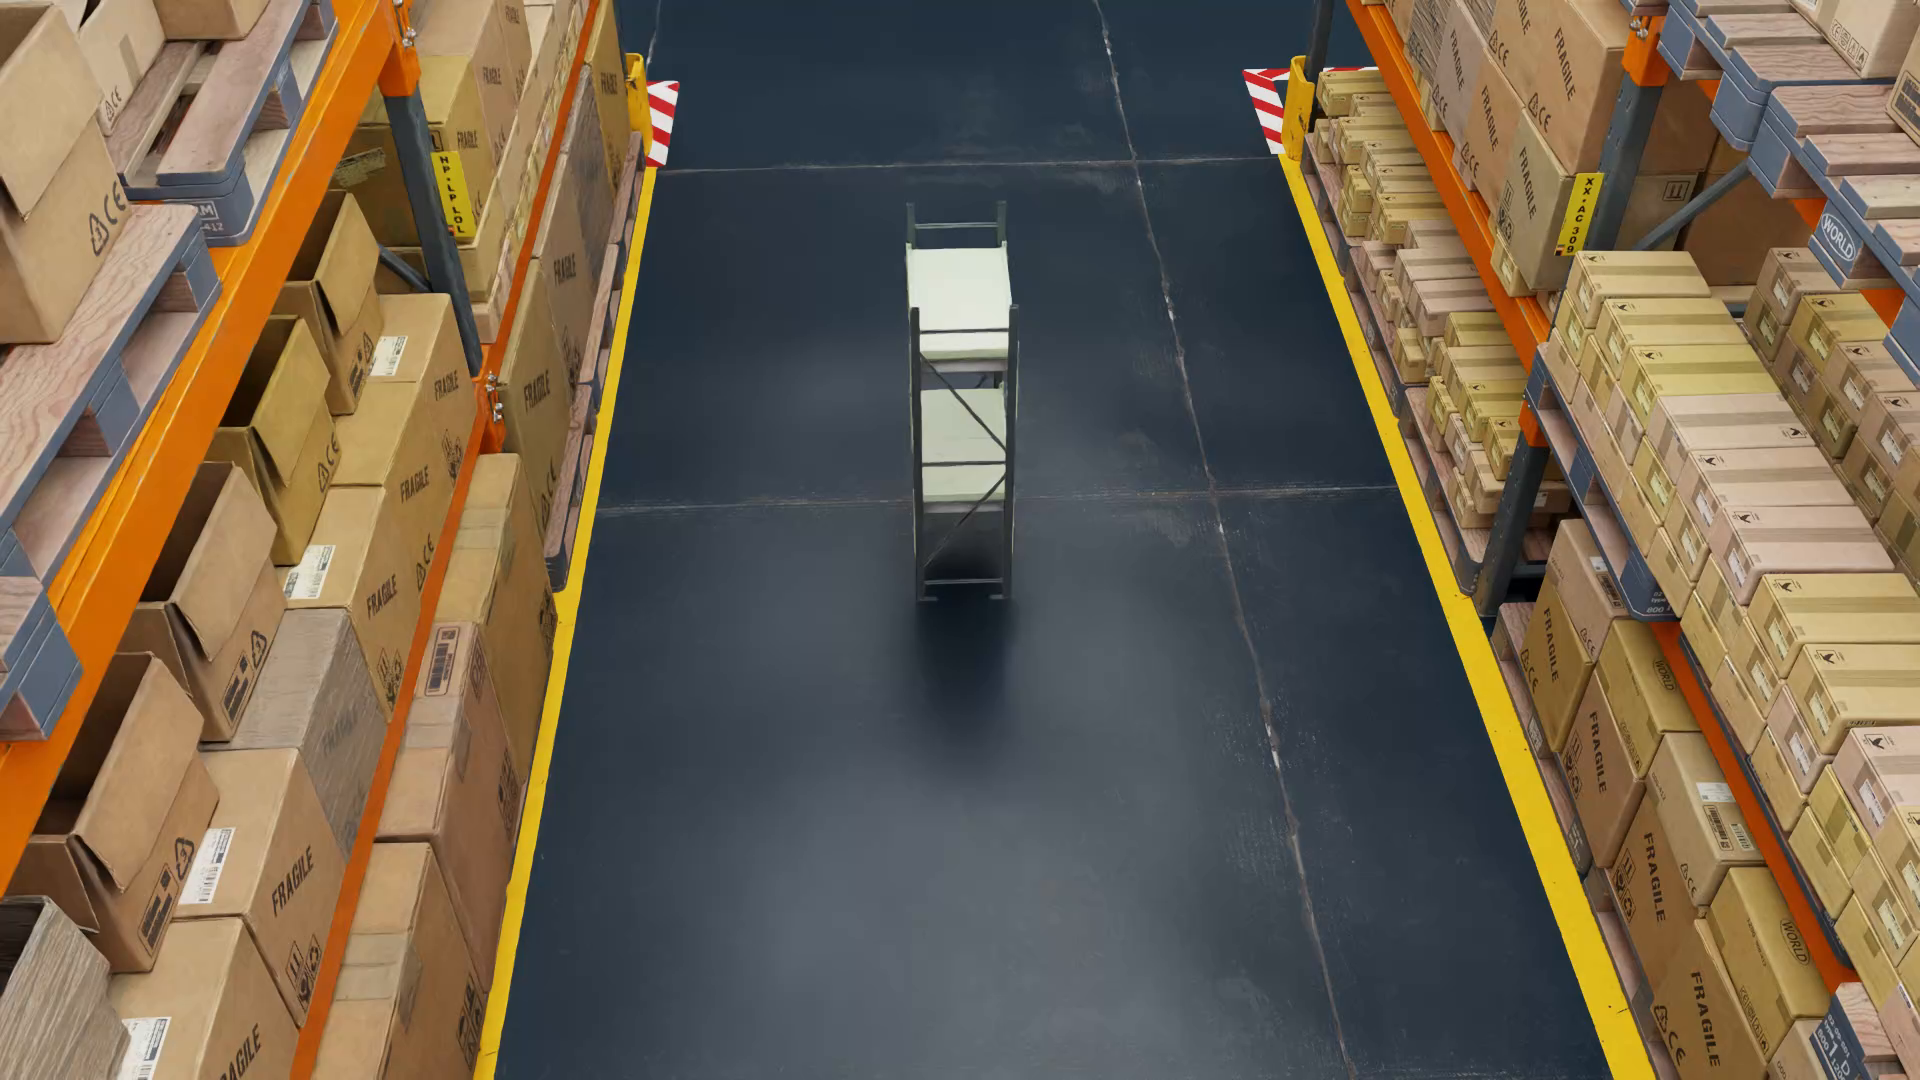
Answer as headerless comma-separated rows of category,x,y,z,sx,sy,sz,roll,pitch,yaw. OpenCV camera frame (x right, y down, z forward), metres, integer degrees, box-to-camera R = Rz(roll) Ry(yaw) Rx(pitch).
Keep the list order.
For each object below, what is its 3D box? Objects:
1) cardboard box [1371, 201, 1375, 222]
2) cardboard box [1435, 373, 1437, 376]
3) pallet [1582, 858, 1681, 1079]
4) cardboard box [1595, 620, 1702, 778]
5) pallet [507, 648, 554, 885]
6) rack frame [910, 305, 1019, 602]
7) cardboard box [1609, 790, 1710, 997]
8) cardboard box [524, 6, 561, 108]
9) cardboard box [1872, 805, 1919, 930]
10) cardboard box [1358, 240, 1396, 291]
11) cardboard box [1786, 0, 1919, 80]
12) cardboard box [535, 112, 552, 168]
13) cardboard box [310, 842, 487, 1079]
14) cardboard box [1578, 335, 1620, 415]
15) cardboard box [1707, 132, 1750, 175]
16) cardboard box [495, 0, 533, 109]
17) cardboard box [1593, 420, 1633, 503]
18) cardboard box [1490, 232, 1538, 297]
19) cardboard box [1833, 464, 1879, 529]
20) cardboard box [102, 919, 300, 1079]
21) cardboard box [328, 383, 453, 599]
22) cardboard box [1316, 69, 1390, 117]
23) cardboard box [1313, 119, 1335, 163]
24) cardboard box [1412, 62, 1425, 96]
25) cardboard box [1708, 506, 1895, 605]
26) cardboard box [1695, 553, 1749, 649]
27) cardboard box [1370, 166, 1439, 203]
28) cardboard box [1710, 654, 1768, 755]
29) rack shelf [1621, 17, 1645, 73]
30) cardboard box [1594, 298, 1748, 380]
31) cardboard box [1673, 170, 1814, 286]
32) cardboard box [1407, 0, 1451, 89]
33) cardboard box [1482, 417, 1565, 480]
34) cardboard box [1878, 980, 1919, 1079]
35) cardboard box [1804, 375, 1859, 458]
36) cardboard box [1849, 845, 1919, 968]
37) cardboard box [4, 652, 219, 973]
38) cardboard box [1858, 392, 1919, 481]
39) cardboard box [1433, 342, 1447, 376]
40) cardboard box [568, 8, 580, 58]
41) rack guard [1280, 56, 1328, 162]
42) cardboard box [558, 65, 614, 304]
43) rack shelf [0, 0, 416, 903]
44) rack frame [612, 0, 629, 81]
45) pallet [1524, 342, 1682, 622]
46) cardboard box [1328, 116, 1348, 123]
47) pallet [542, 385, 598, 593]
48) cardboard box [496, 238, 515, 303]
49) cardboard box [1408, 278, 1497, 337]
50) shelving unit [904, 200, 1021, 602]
cardboard box,2.351,-1.680,8.591,0.380,0.149,0.250,-4,43,-4
cardboard box,2.442,-0.723,7.768,0.380,0.149,0.250,-3,43,-3
pallet,2.782,1.550,5.552,1.003,0.211,1.213,-2,43,-2
cardboard box,2.485,0.527,5.589,0.500,0.250,0.500,-1,43,-1
pallet,-2.159,0.792,6.379,1.003,0.211,1.213,-2,43,-2
rack frame,0.016,-0.301,6.618,0.400,1.500,0.023,-2,43,-2
cardboard box,2.519,1.155,5.459,0.500,0.500,0.500,-1,43,-1
cardboard box,-2.082,-2.152,7.419,0.500,0.250,0.500,-2,43,-2
cardboard box,2.349,0.746,3.801,0.380,0.149,0.250,0,43,-1
cardboard box,2.266,-1.412,8.520,0.380,0.149,0.250,-4,43,-4
cardboard box,2.520,-1.456,4.304,0.500,0.311,0.500,-2,43,-2
cardboard box,-2.003,-1.746,7.271,0.380,0.149,0.250,-1,43,-1
cardboard box,-2.136,1.506,4.799,1.225,0.875,0.875,-2,43,-2
cardboard box,2.263,-0.547,5.431,0.380,0.149,0.250,-2,43,-3
cardboard box,2.917,-1.655,5.952,0.500,0.500,0.500,-1,43,-1
cardboard box,-2.072,-2.100,6.807,0.500,0.500,0.500,-3,43,-3
cardboard box,2.274,-0.256,5.334,0.380,0.149,0.250,-1,43,-1
cardboard box,2.327,-1.093,6.558,0.380,0.149,0.250,-3,43,-3
cardboard box,2.938,-0.116,5.181,0.380,0.149,0.250,-4,43,-4
cardboard box,-1.870,1.225,3.770,0.500,0.500,0.500,-3,43,-3
cardboard box,-1.961,-0.149,5.269,0.500,0.500,0.500,0,43,0
cardboard box,2.205,-2.489,9.254,0.380,0.149,0.250,-3,43,-4
cardboard box,2.225,-2.270,9.455,0.380,0.149,0.250,-1,43,-1
cardboard box,2.326,-2.157,7.719,0.380,0.149,0.250,0,43,0
cardboard box,2.306,0.042,4.569,0.380,0.149,0.250,0,43,0
cardboard box,2.310,0.164,4.656,0.380,0.149,0.250,-2,43,-3
cardboard box,2.316,-1.780,8.480,0.380,0.149,0.250,0,43,0
cardboard box,2.318,0.440,4.575,0.380,0.149,0.250,-3,43,-4
rack shelf,2.607,-3.019,6.786,1.077,0.370,4.000,-2,43,-2
cardboard box,2.268,-0.643,5.316,0.380,0.149,0.250,-1,43,-1
cardboard box,2.923,-1.317,6.322,0.500,0.500,0.500,-2,43,-3
cardboard box,2.350,-2.329,7.427,0.500,0.500,0.500,-3,43,-3
cardboard box,2.417,-0.385,6.958,0.380,0.149,0.250,-1,43,-1
cardboard box,2.362,1.148,3.802,0.380,0.149,0.250,-1,43,-1
cardboard box,2.927,-0.392,5.263,0.380,0.149,0.250,0,43,0
cardboard box,2.349,0.853,3.904,0.380,0.149,0.250,-2,43,-2
cardboard box,-2.137,0.605,3.703,0.797,0.503,0.637,-1,43,-1
cardboard box,2.937,-0.312,4.955,0.380,0.149,0.250,-2,43,-2
cardboard box,2.396,-0.781,7.610,0.380,0.149,0.250,-1,43,-1
cardboard box,-2.048,-2.442,8.030,0.380,0.149,0.250,-3,43,-3
rack guard,2.526,-2.556,9.819,1.175,0.500,0.348,-2,43,-2
cardboard box,-2.291,-1.782,8.386,0.875,0.875,0.875,-2,43,-2
rack shelf,-2.182,-0.245,3.760,1.077,0.370,4.000,-2,43,-2
rack frame,-2.437,-3.455,8.949,1.000,3.000,0.127,-2,43,-2
pallet,2.580,-0.238,5.581,1.003,0.211,1.213,-2,43,-2
cardboard box,2.288,-2.382,9.357,0.380,0.149,0.250,0,43,0
pallet,-2.221,-0.242,7.508,1.003,0.211,1.213,-2,43,-2
cardboard box,-1.959,-1.049,6.510,0.380,0.149,0.250,-3,43,-3
cardboard box,2.312,-1.081,7.718,0.380,0.149,0.250,-4,43,-4
shelving unit,0.000,-0.548,6.888,0.431,1.500,0.755,-2,43,-2
